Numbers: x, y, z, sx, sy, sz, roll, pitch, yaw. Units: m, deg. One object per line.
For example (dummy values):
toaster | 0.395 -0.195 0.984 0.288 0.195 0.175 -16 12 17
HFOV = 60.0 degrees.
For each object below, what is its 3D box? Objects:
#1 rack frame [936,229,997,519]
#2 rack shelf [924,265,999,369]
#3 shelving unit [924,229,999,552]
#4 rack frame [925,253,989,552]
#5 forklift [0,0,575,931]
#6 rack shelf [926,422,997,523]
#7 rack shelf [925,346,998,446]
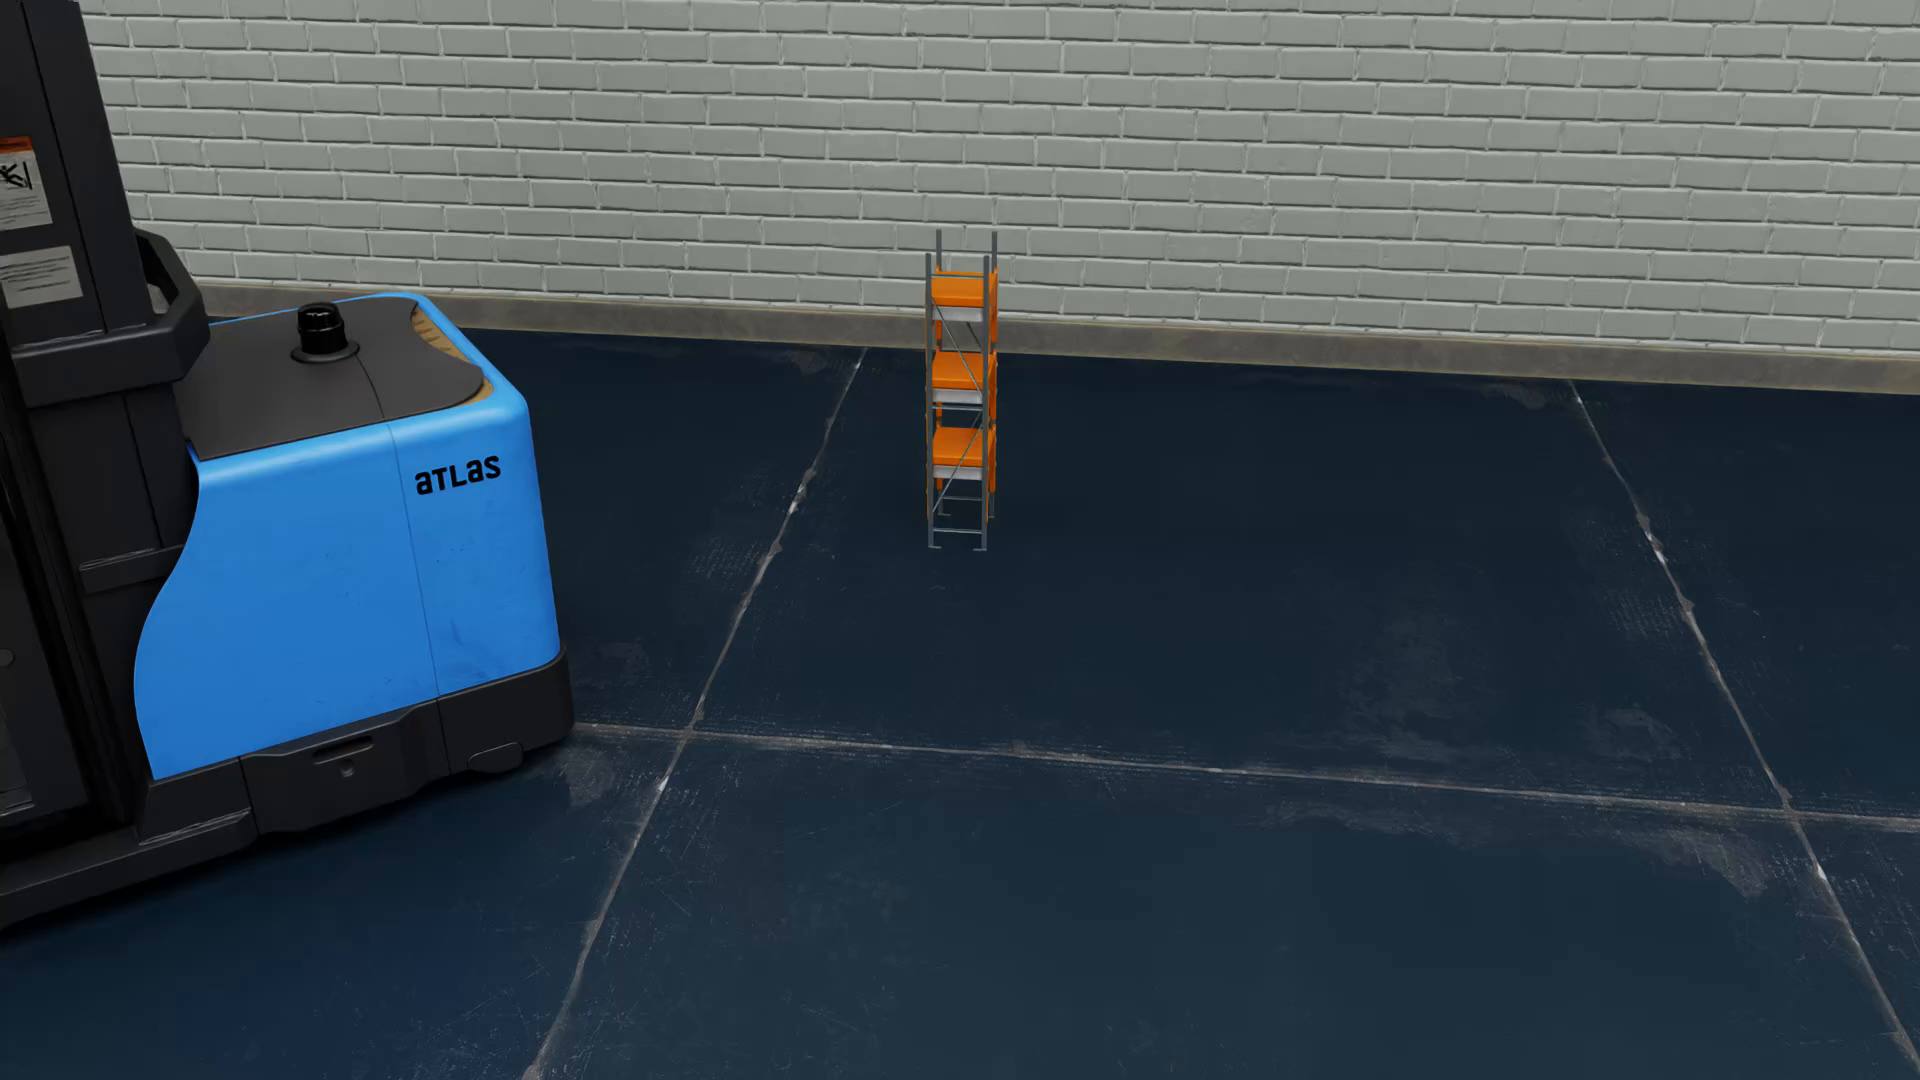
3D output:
rack frame | 0.022 -0.545 5.654 0.200 1.050 0.008 3 28 6
rack shelf | 0.007 -0.728 5.418 0.215 0.259 0.240 3 28 6
shelving unit | 0.007 -0.487 5.548 0.215 1.050 0.252 3 28 6
rack frame | -0.008 -0.430 5.441 0.200 1.050 0.008 3 28 6
forklift | -2.599 -0.528 3.639 3.031 2.935 1.130 -16 32 -28
rack shelf | 0.007 -0.233 5.685 0.215 0.259 0.240 3 28 6
rack shelf | 0.007 -0.478 5.553 0.215 0.259 0.240 3 28 6
